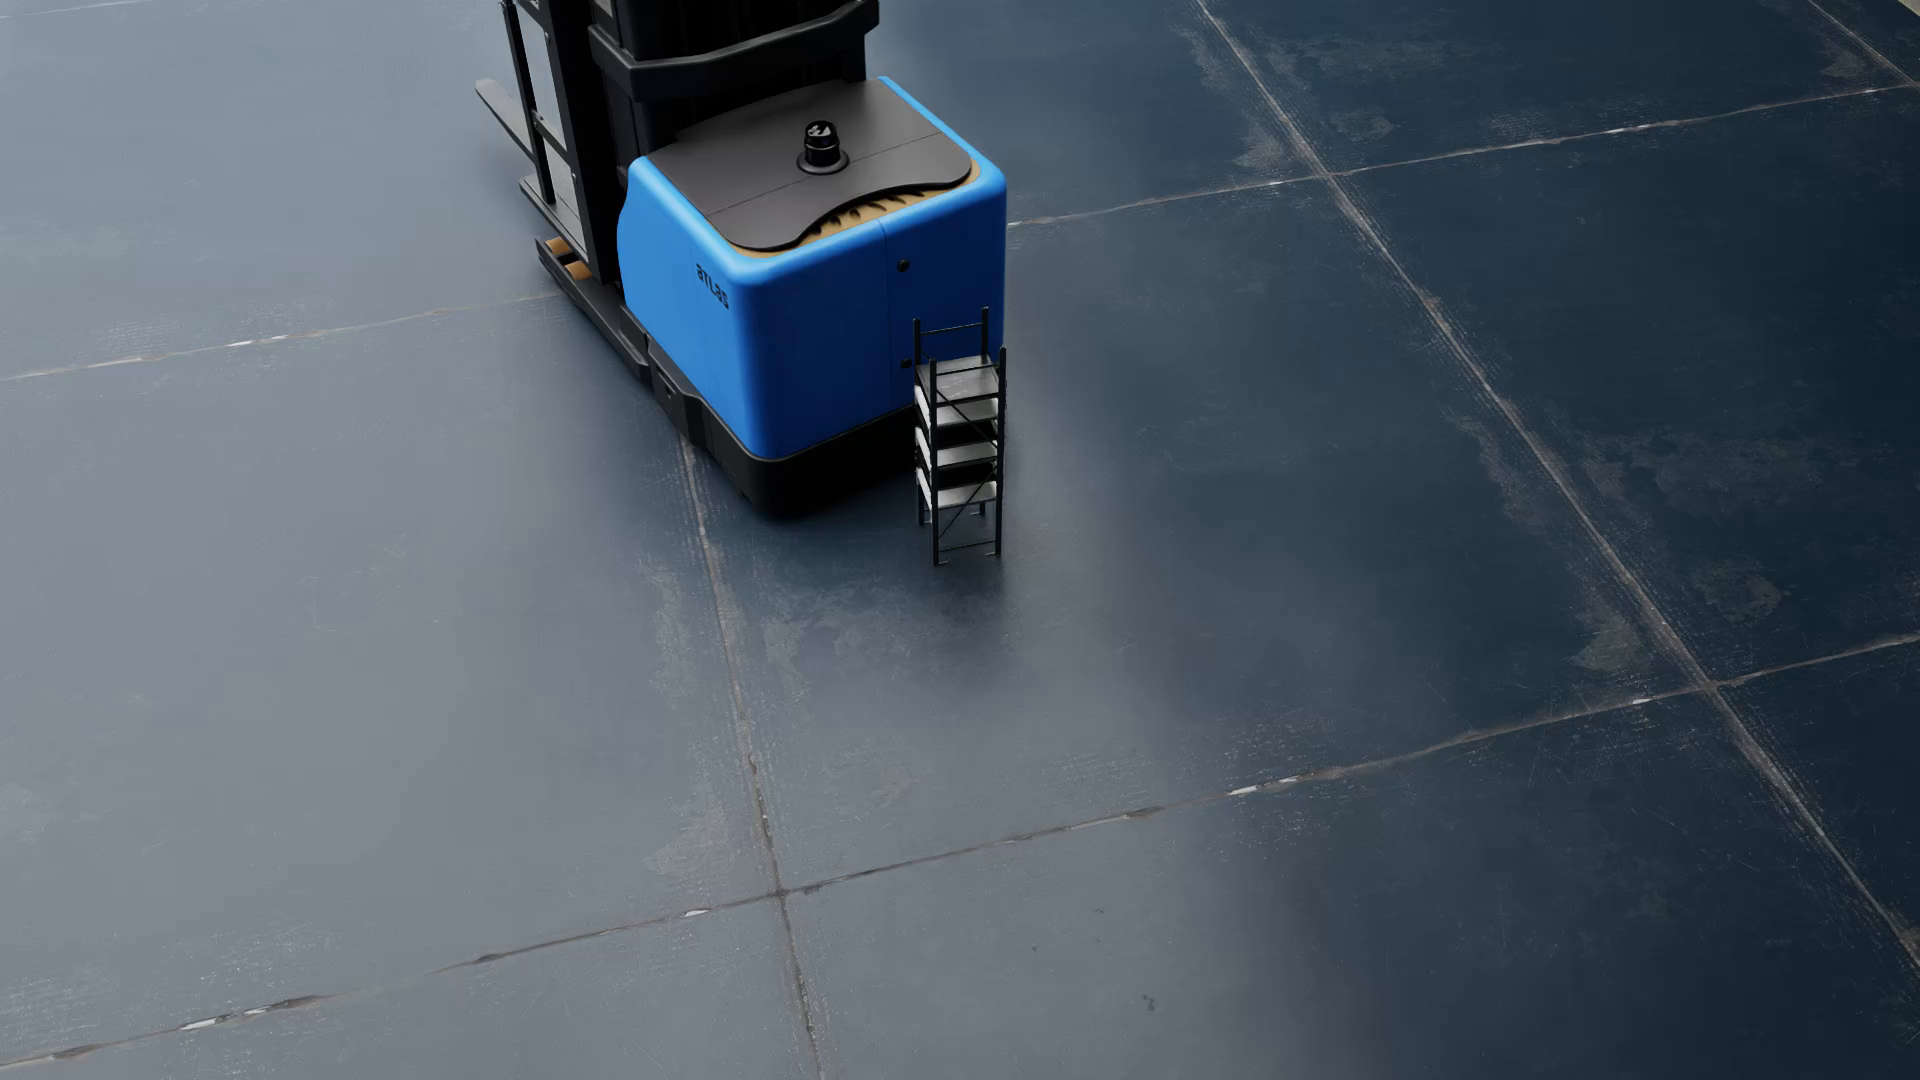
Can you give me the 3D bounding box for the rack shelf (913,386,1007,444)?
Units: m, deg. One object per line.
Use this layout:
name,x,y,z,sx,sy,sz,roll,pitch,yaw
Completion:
rack shelf,-0.002,-0.423,5.329,0.258,0.077,0.200,-11,47,-10

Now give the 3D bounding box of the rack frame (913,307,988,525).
rack frame,-0.028,-0.391,5.503,0.240,0.900,0.006,-11,47,-10

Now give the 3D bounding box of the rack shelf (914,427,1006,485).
rack shelf,-0.002,-0.297,5.458,0.258,0.077,0.200,-11,47,-10

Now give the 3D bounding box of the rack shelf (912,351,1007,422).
rack shelf,-0.002,-0.486,5.265,0.258,0.077,0.200,-11,47,-10

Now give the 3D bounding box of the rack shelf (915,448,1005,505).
rack shelf,-0.002,-0.234,5.522,0.258,0.077,0.200,-11,47,-10

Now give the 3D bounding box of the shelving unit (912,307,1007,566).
shelving unit,-0.002,-0.321,5.434,0.258,0.900,0.210,-11,47,-10

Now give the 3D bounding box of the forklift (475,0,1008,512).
forklift,-1.061,-2.149,5.804,1.130,2.935,3.031,-25,51,-23

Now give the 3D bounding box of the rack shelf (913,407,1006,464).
rack shelf,-0.002,-0.360,5.394,0.258,0.077,0.200,-11,47,-10

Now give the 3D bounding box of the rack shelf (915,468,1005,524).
rack shelf,-0.002,-0.171,5.586,0.258,0.077,0.200,-11,47,-10

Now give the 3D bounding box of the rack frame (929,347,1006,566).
rack frame,0.024,-0.250,5.365,0.240,0.900,0.006,-11,47,-10
